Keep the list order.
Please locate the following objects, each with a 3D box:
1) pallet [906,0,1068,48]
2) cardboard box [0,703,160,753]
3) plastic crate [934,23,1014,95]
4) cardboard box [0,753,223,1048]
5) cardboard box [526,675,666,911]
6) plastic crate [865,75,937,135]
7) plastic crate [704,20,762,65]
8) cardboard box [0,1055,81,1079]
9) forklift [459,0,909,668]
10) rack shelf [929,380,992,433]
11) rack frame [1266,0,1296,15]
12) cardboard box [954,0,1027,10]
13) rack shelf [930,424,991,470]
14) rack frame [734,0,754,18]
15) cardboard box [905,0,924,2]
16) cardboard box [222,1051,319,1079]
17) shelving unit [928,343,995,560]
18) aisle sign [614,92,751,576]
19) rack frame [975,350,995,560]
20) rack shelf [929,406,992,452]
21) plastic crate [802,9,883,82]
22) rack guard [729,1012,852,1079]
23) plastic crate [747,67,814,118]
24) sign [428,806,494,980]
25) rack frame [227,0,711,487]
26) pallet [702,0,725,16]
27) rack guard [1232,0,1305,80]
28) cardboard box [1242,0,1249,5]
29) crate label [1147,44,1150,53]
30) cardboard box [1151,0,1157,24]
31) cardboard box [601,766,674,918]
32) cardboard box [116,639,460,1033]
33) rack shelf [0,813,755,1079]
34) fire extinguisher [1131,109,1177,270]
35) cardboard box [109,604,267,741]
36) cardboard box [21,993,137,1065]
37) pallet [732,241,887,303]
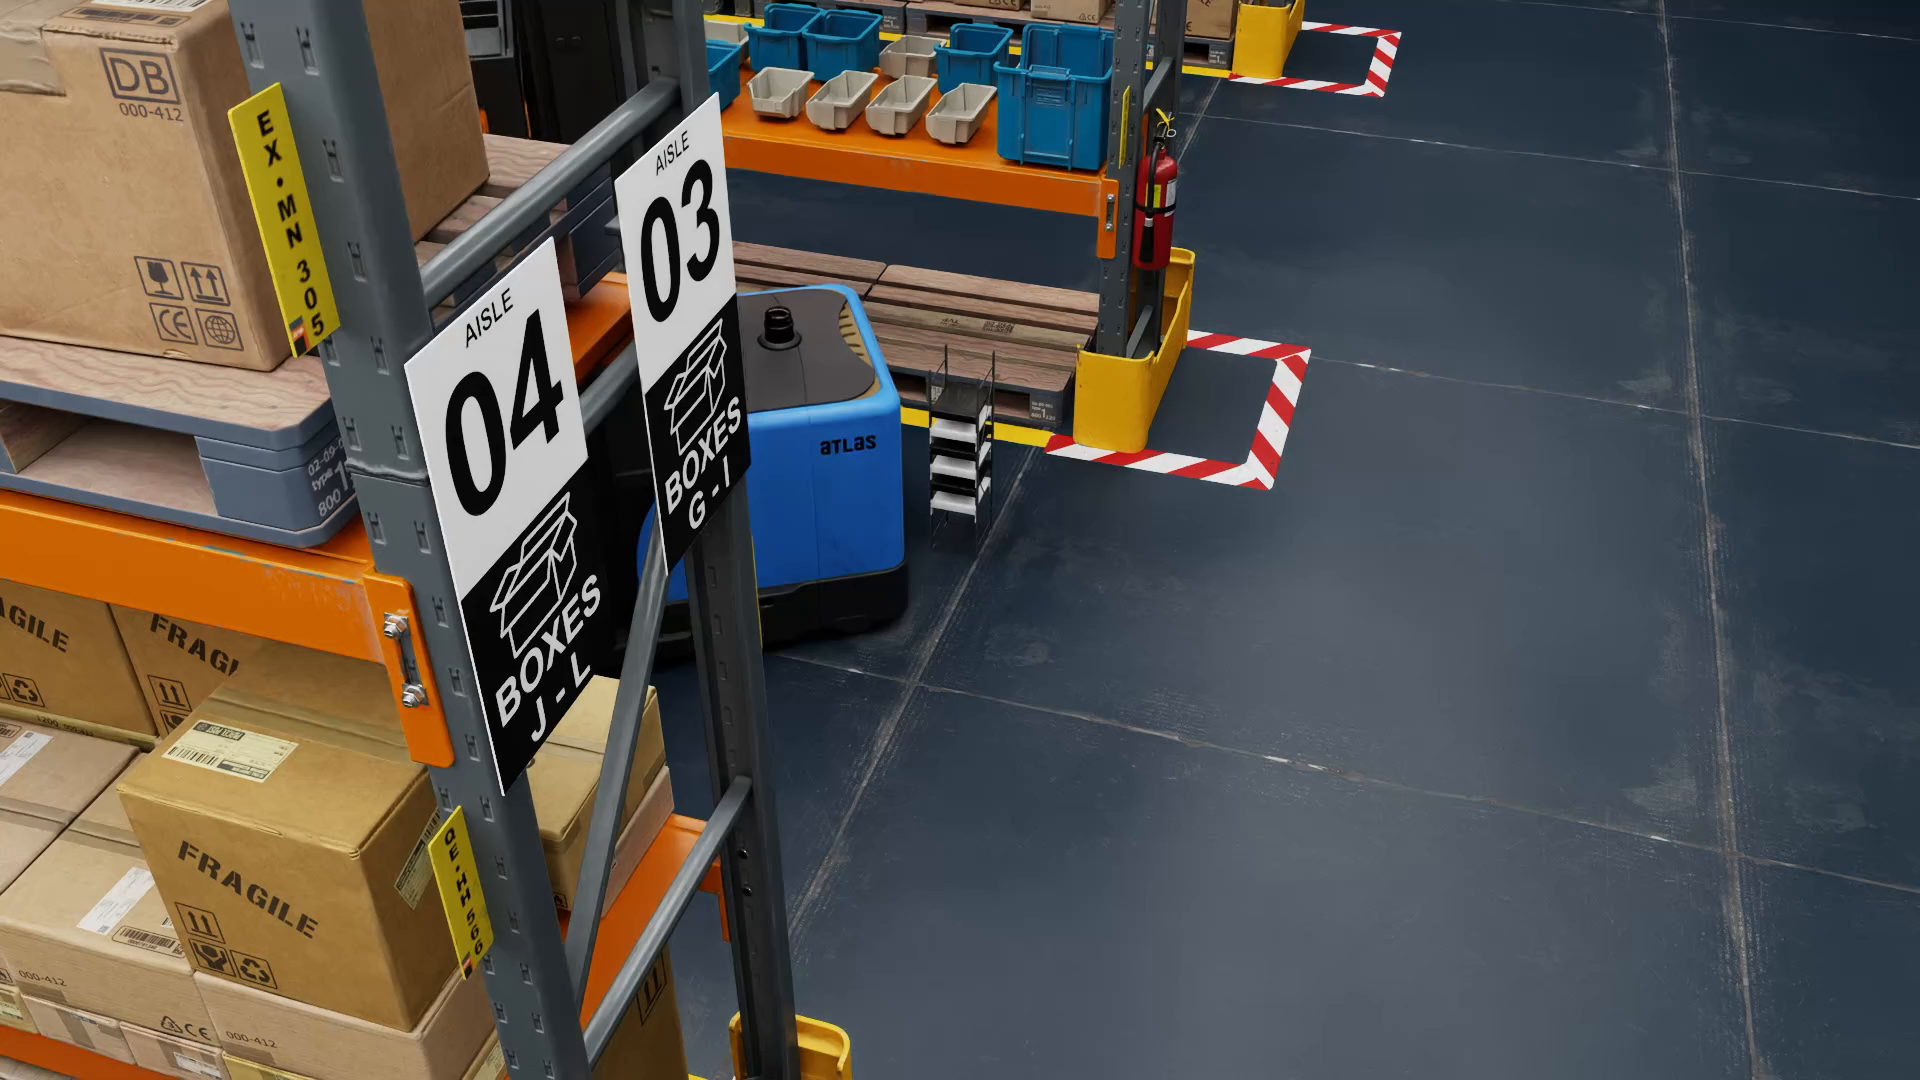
[{"bbox_3d":[0.318,-4.010,12.520,1.213,0.211,1.003,10,38,14],"label":"pallet"},{"bbox_3d":[-2.000,0.366,4.098,0.500,0.250,0.500,9,37,12],"label":"cardboard box"},{"bbox_3d":[0.066,-2.264,7.886,0.300,0.233,0.416,10,38,14],"label":"plastic crate"},{"bbox_3d":[-1.671,0.757,3.567,0.500,0.250,0.500,10,37,13],"label":"cardboard box"},{"bbox_3d":[-1.023,0.545,3.855,0.500,0.250,0.500,10,37,13],"label":"cardboard box"},{"bbox_3d":[-0.273,-1.980,7.581,0.243,0.136,0.396,10,38,14],"label":"plastic crate"},{"bbox_3d":[-1.235,-2.448,8.217,0.466,0.136,0.293,10,38,14],"label":"plastic crate"},{"bbox_3d":[-2.149,1.300,4.392,0.875,0.875,0.875,10,38,14],"label":"cardboard box"},{"bbox_3d":[-1.782,-0.910,6.014,3.031,2.935,1.130,-8,37,-11],"label":"forklift"},{"bbox_3d":[0.008,-0.552,6.841,0.200,0.077,0.258,10,38,14],"label":"rack shelf"},{"bbox_3d":[2.312,-4.763,11.190,0.127,3.000,1.000,10,38,14],"label":"rack frame"},{"bbox_3d":[0.289,-4.312,12.313,0.637,0.503,0.797,10,38,14],"label":"cardboard box"},{"bbox_3d":[0.008,-0.407,6.948,0.200,0.077,0.258,10,38,14],"label":"rack shelf"},{"bbox_3d":[-1.506,-5.470,12.151,0.127,3.000,1.000,10,38,14],"label":"rack frame"},{"bbox_3d":[-0.341,-4.162,12.393,0.250,0.166,0.380,10,38,14],"label":"cardboard box"},{"bbox_3d":[-1.332,1.021,3.544,0.250,0.149,0.380,11,38,14],"label":"cardboard box"},{"bbox_3d":[0.008,-0.361,6.981,0.210,0.900,0.258,10,38,14],"label":"shelving unit"},{"bbox_3d":[-0.487,-0.362,3.019,0.004,0.787,0.394,10,38,14],"label":"aisle sign"},{"bbox_3d":[0.105,-0.343,6.957,0.006,0.900,0.240,10,38,14],"label":"rack frame"},{"bbox_3d":[0.008,-0.479,6.894,0.200,0.077,0.258,10,38,14],"label":"rack shelf"},{"bbox_3d":[-0.563,-2.380,8.044,0.300,0.233,0.416,10,38,14],"label":"plastic crate"},{"bbox_3d":[-0.622,1.853,4.311,0.348,0.500,1.175,10,38,14],"label":"rack guard"},{"bbox_3d":[-0.834,-2.057,7.686,0.250,0.136,0.298,10,38,14],"label":"plastic crate"},{"bbox_3d":[-0.820,0.585,2.749,0.005,0.325,0.100,10,38,14],"label":"sign"},{"bbox_3d":[-0.645,-1.574,1.798,0.127,3.000,1.000,10,38,14],"label":"rack frame"},{"bbox_3d":[-2.294,-4.469,13.144,1.213,0.211,1.003,10,38,14],"label":"pallet"},{"bbox_3d":[2.240,-3.769,11.949,0.348,0.500,1.175,10,38,14],"label":"rack guard"},{"bbox_3d":[2.015,-4.060,12.270,0.250,0.149,0.380,10,38,14],"label":"cardboard box"},{"bbox_3d":[0.694,-2.147,7.728,0.303,0.233,0.416,10,38,14],"label":"crate label"},{"bbox_3d":[1.360,-3.878,12.007,0.250,0.166,0.380,10,38,14],"label":"cardboard box"},{"bbox_3d":[-0.886,0.693,3.989,0.250,0.149,0.380,11,38,14],"label":"cardboard box"},{"bbox_3d":[-1.189,0.543,3.225,0.500,0.500,0.500,11,38,14],"label":"cardboard box"},{"bbox_3d":[-2.554,0.778,4.269,4.000,0.370,1.077,10,38,14],"label":"rack shelf"},{"bbox_3d":[0.840,-1.496,7.131,0.183,0.674,0.296,10,38,14],"label":"fire extinguisher"},{"bbox_3d":[-1.500,0.154,3.753,0.500,0.500,0.500,10,37,13],"label":"cardboard box"},{"bbox_3d":[-1.810,0.931,3.666,0.250,0.149,0.380,11,38,15],"label":"cardboard box"},{"bbox_3d":[-1.105,-1.222,8.732,1.213,0.211,1.003,10,38,14],"label":"pallet"}]
